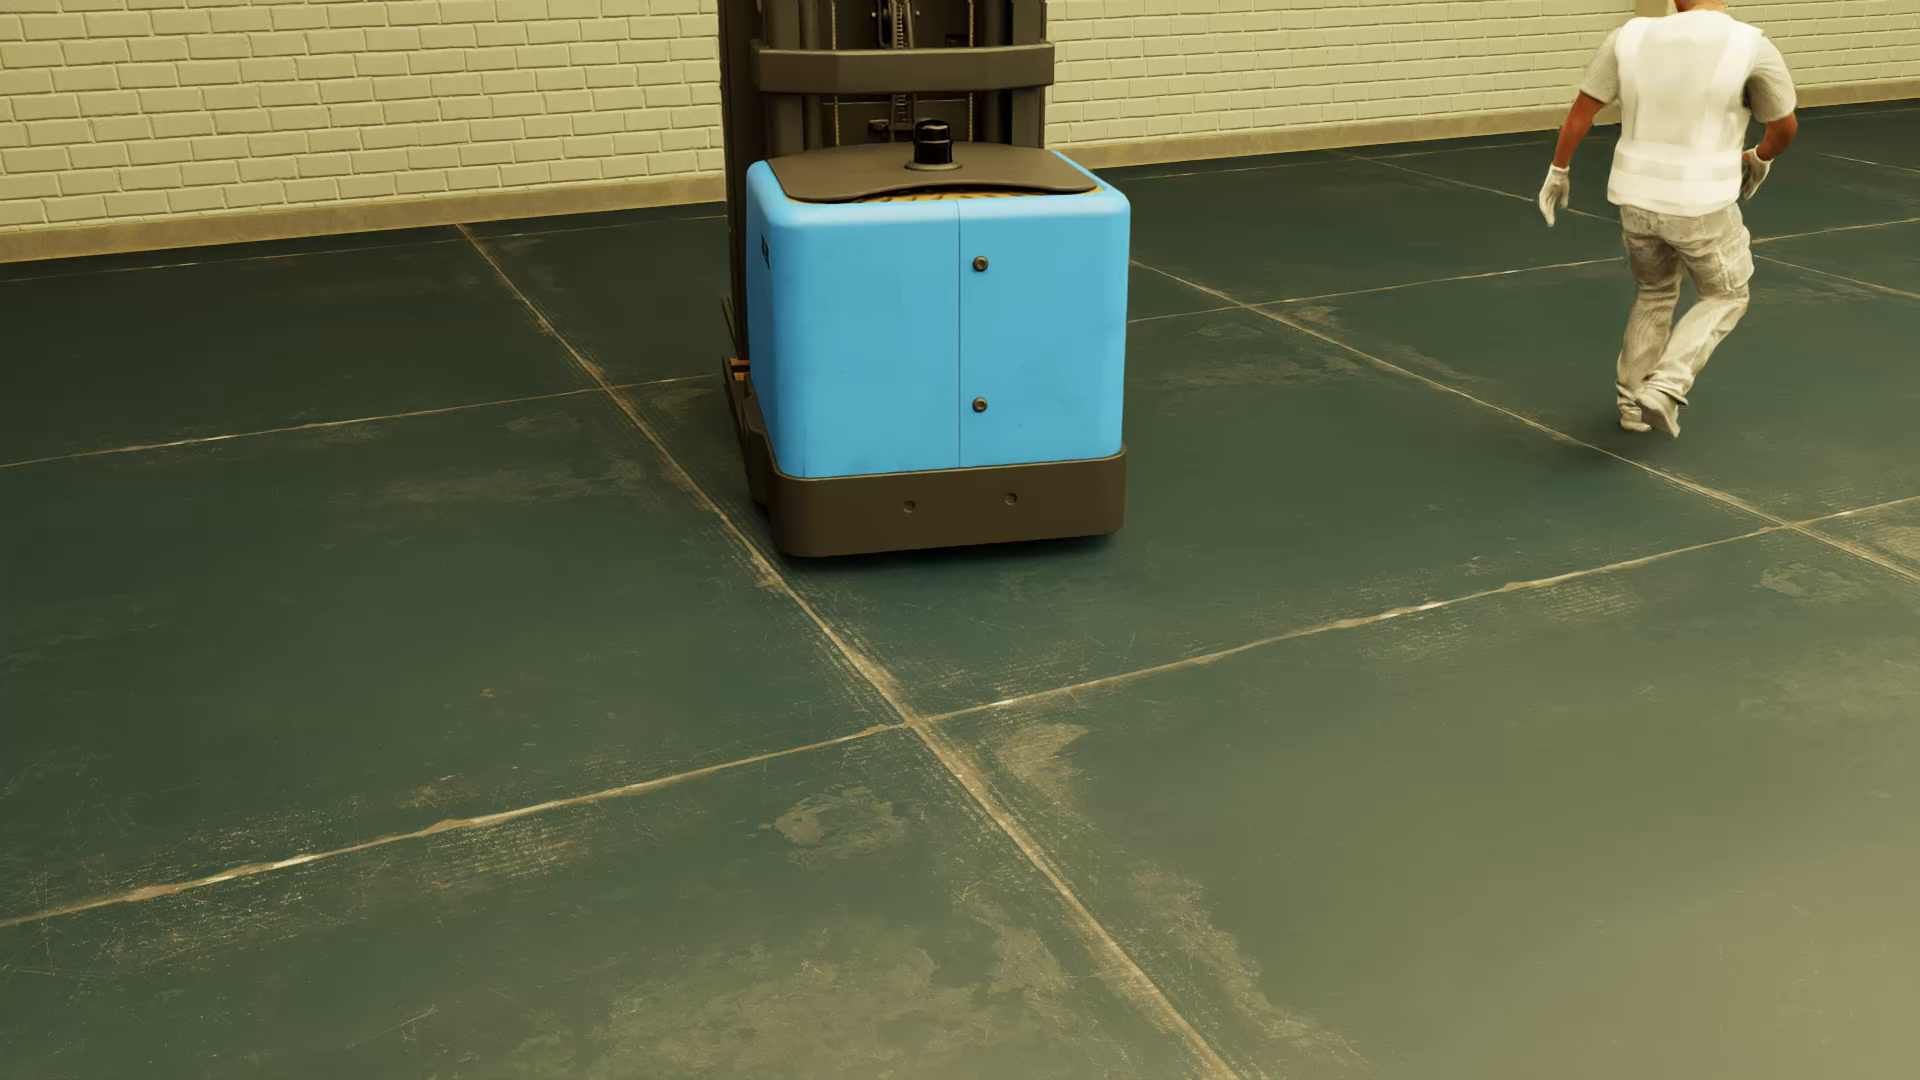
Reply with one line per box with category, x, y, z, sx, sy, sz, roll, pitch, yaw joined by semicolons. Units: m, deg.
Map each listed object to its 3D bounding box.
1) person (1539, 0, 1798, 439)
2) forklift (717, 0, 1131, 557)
person;2.459;-1.204;5.754;0.583;1.731;0.747;-17;28;-35
forklift;-0.302;-1.838;5.710;1.130;2.935;3.031;-4;23;-11
